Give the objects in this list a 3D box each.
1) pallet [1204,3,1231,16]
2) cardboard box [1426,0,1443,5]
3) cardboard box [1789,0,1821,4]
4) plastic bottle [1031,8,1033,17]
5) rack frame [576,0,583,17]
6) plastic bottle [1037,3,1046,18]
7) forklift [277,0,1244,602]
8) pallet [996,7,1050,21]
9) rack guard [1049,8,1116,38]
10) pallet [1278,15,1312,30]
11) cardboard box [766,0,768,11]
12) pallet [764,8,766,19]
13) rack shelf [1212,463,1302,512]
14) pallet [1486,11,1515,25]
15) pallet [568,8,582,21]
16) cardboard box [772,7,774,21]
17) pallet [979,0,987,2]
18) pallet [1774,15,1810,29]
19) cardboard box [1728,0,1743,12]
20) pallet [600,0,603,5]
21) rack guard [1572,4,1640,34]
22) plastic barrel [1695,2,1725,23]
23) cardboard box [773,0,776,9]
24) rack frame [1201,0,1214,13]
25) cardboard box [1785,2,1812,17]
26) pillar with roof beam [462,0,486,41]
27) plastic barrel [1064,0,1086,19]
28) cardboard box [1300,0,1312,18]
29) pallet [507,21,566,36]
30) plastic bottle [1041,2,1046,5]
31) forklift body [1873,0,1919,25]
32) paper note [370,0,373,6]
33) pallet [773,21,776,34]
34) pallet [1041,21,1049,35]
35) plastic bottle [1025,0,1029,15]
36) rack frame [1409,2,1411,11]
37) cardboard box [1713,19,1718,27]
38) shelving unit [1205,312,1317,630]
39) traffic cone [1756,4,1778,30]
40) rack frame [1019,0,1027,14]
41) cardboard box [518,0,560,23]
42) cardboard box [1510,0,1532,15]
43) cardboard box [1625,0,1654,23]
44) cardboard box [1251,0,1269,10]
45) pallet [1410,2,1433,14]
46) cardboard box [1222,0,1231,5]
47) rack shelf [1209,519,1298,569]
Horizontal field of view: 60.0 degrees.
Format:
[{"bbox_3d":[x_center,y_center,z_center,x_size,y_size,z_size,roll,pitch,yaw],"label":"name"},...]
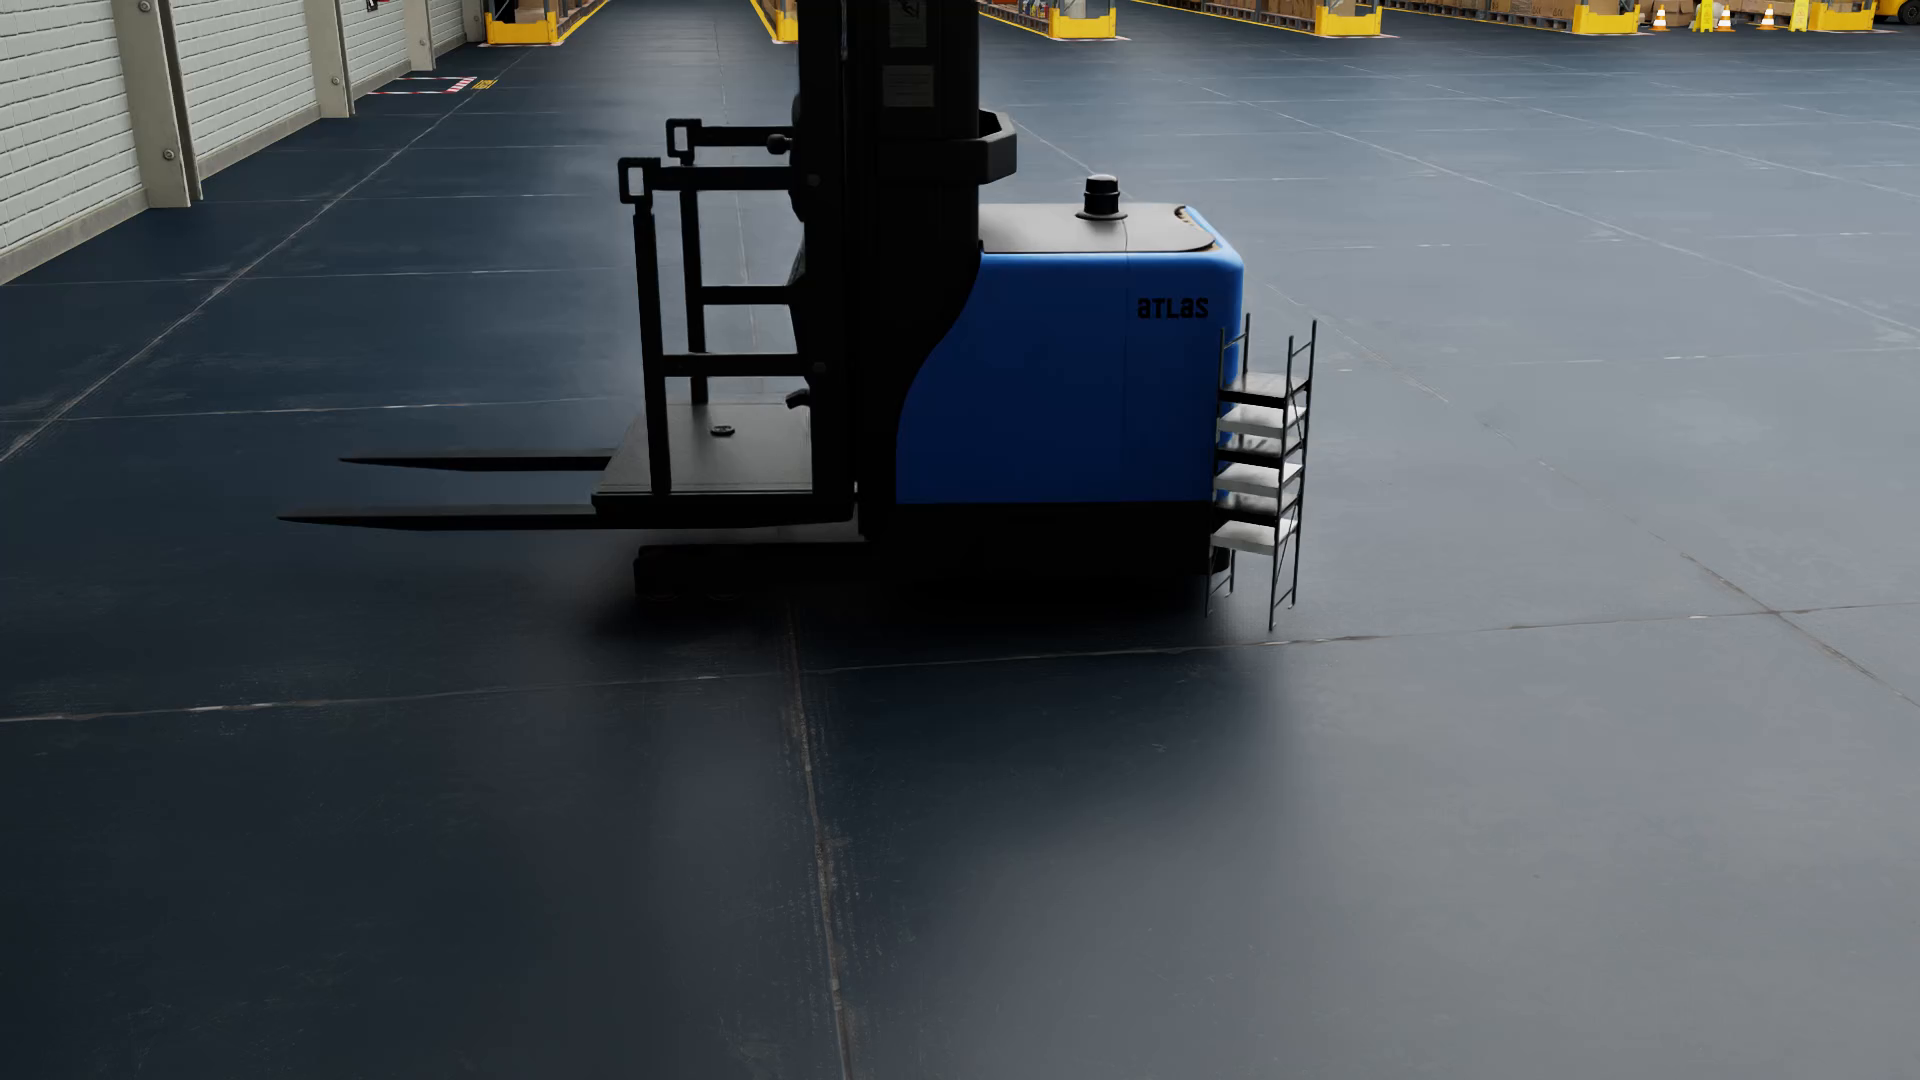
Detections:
[{"bbox_3d":[6.122,-11.912,37.308,1.003,0.211,1.213,-3,21,-8],"label":"pallet"},{"bbox_3d":[11.062,-12.329,37.054,1.050,0.750,0.750,-3,21,-7],"label":"cardboard box"},{"bbox_3d":[16.597,-10.743,32.450,0.500,0.500,0.500,-3,21,-7],"label":"cardboard box"},{"bbox_3d":[1.437,-10.284,32.335,0.097,0.201,0.097,0,20,0],"label":"plastic bottle"},{"bbox_3d":[-8.694,-12.739,35.538,1.000,3.000,0.127,-3,21,-8],"label":"rack frame"},{"bbox_3d":[1.555,-10.102,31.740,0.152,0.276,0.135,-3,21,-7],"label":"plastic bottle"},{"bbox_3d":[-0.664,-1.366,5.185,3.031,2.935,1.130,-1,20,-1],"label":"forklift"},{"bbox_3d":[1.356,-11.241,35.512,1.003,0.211,1.213,-3,21,-8],"label":"pallet"},{"bbox_3d":[2.206,-9.322,29.961,1.175,0.500,0.348,-3,21,-8],"label":"rack guard"},{"bbox_3d":[6.899,-10.144,32.573,1.003,0.211,1.213,-3,21,-8],"label":"pallet"},{"bbox_3d":[-3.780,-11.172,34.670,0.500,0.250,0.500,-2,21,-7],"label":"cardboard box"},{"bbox_3d":[-3.712,-11.397,35.930,1.003,0.211,1.213,-3,21,-8],"label":"pallet"},{"bbox_3d":[0.897,-0.173,4.989,0.200,0.077,0.258,11,23,27],"label":"rack shelf"},{"bbox_3d":[11.543,-10.746,34.185,1.003,0.211,1.213,-3,21,-8],"label":"pallet"},{"bbox_3d":[-8.583,-11.162,35.301,1.003,0.211,1.213,-3,21,-8],"label":"pallet"},{"bbox_3d":[-3.237,-9.819,31.048,0.500,0.250,0.500,-3,21,-8],"label":"cardboard box"},{"bbox_3d":[0.782,-12.625,39.217,1.003,0.211,1.213,-3,21,-8],"label":"pallet"},{"bbox_3d":[16.878,-10.222,32.783,1.003,0.211,1.213,-3,21,-8],"label":"pallet"},{"bbox_3d":[16.300,-11.110,34.505,0.500,0.250,0.500,-2,21,-5],"label":"cardboard box"},{"bbox_3d":[-9.482,-13.509,41.583,1.003,0.211,1.213,-3,21,-8],"label":"pallet"},{"bbox_3d":[12.090,-9.755,31.120,1.175,0.500,0.348,-3,21,-8],"label":"rack guard"},{"bbox_3d":[15.175,-10.651,33.628,0.512,0.421,0.421,12,24,30],"label":"plastic barrel"},{"bbox_3d":[-3.170,-9.997,30.452,0.500,0.500,0.500,-3,21,-8],"label":"cardboard box"},{"bbox_3d":[6.011,-13.489,37.544,1.000,3.000,0.127,-3,21,-8],"label":"rack frame"},{"bbox_3d":[16.585,-10.402,32.609,0.500,0.250,0.500,-3,21,-8],"label":"cardboard box"},{"bbox_3d":[-4.237,-13.196,28.185,9.100,9.000,0.400,-3,21,-8],"label":"pillar with roof beam"},{"bbox_3d":[2.093,-9.724,30.421,0.421,0.512,0.421,0,20,0],"label":"plastic barrel"},{"bbox_3d":[6.899,-10.385,32.206,0.500,0.500,0.500,-1,21,-3],"label":"cardboard box"},{"bbox_3d":[-7.806,-9.394,30.566,1.003,0.211,1.213,-3,21,-8],"label":"pallet"},{"bbox_3d":[1.624,-10.288,32.237,0.152,0.276,0.135,-3,21,-8],"label":"plastic bottle"},{"bbox_3d":[19.803,-11.637,33.800,2.313,2.155,1.214,-3,21,-8],"label":"forklift body"},{"bbox_3d":[-7.357,-6.756,20.776,0.016,0.148,0.142,-3,21,-8],"label":"paper note"},{"bbox_3d":[-2.963,-9.599,31.114,1.003,0.211,1.213,-3,21,-8],"label":"pallet"},{"bbox_3d":[2.094,-9.468,30.765,1.003,0.211,1.213,-3,21,-8],"label":"pallet"},{"bbox_3d":[1.372,-10.541,32.917,0.152,0.276,0.135,-2,21,-6],"label":"plastic bottle"},{"bbox_3d":[10.934,-13.704,38.121,1.000,3.000,0.127,-3,21,-8],"label":"rack frame"},{"bbox_3d":[14.783,-10.235,32.907,0.380,0.149,0.250,8,22,20],"label":"cardboard box"},{"bbox_3d":[0.897,-0.205,4.977,0.210,0.900,0.258,11,23,27],"label":"shelving unit"},{"bbox_3d":[15.632,-10.114,32.135,0.336,0.463,0.334,-3,21,-8],"label":"traffic cone"},{"bbox_3d":[1.686,-11.854,33.168,1.000,3.000,0.127,-3,21,-8],"label":"rack frame"},{"bbox_3d":[-7.690,-9.703,30.351,0.700,0.500,0.500,-4,21,-11],"label":"cardboard box"},{"bbox_3d":[11.666,-10.987,33.283,0.875,0.875,0.875,-3,21,-7],"label":"cardboard box"},{"bbox_3d":[14.069,-10.917,34.032,0.797,0.637,0.503,-3,21,-8],"label":"cardboard box"},{"bbox_3d":[6.520,-11.353,34.769,0.700,0.500,0.500,-5,21,-12],"label":"cardboard box"},{"bbox_3d":[10.973,-12.121,37.867,1.003,0.211,1.213,-3,21,-8],"label":"pallet"},{"bbox_3d":[6.220,-12.102,36.774,0.700,0.500,0.500,-5,21,-12],"label":"cardboard box"},{"bbox_3d":[0.897,-0.005,5.052,0.200,0.077,0.258,11,23,27],"label":"rack shelf"}]
